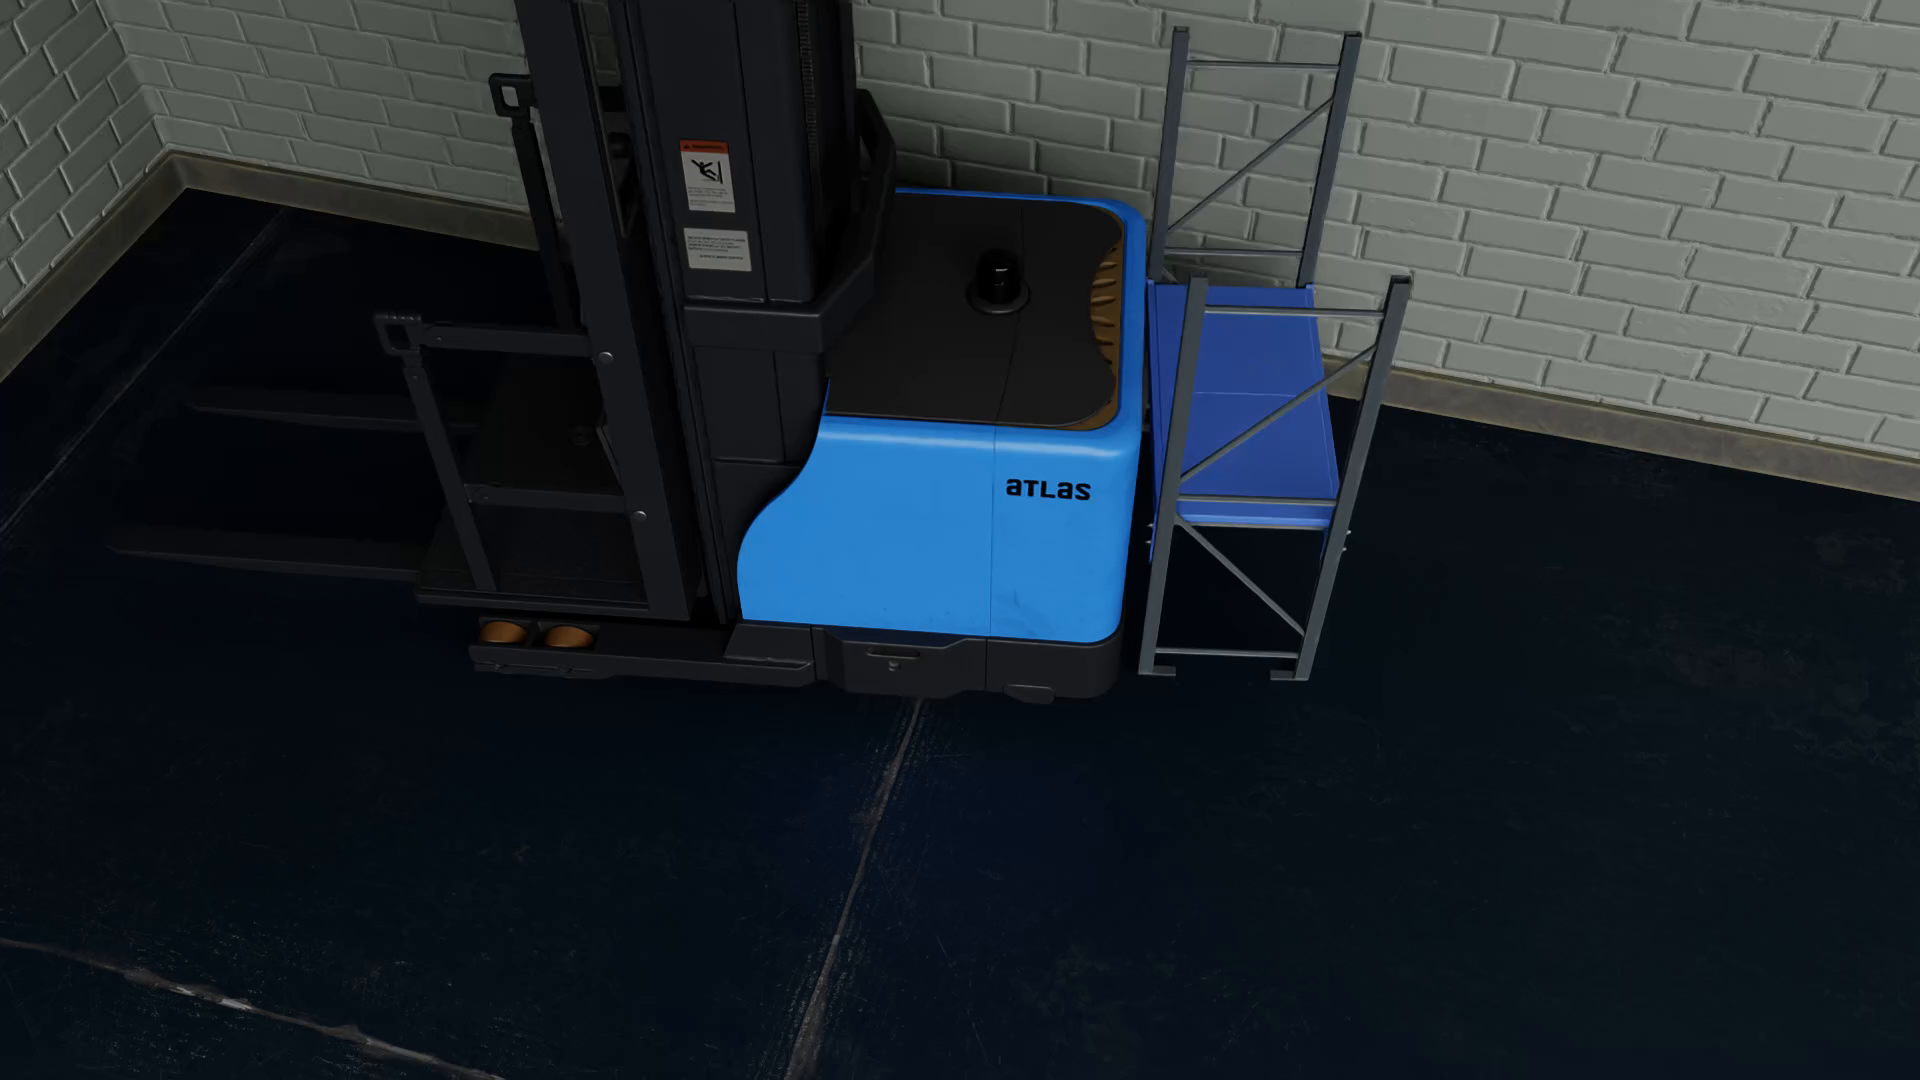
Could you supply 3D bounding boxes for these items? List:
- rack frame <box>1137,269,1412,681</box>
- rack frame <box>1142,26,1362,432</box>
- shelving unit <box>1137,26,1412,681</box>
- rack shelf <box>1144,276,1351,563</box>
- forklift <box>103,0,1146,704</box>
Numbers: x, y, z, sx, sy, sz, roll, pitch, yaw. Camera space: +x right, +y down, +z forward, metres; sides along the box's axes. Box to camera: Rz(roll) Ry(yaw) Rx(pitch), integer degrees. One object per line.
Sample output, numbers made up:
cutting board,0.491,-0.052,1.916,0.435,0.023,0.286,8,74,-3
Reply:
rack frame,0.774,-0.102,4.340,0.500,1.500,0.032,2,49,2
rack frame,0.823,-0.863,5.012,0.500,1.500,0.032,2,49,2
shelving unit,0.798,-0.483,4.676,0.538,1.500,1.048,2,49,2
rack shelf,0.798,-0.364,4.810,0.538,0.185,1.000,2,49,2
forklift,-1.012,-0.955,4.138,3.031,2.935,1.130,4,49,3
